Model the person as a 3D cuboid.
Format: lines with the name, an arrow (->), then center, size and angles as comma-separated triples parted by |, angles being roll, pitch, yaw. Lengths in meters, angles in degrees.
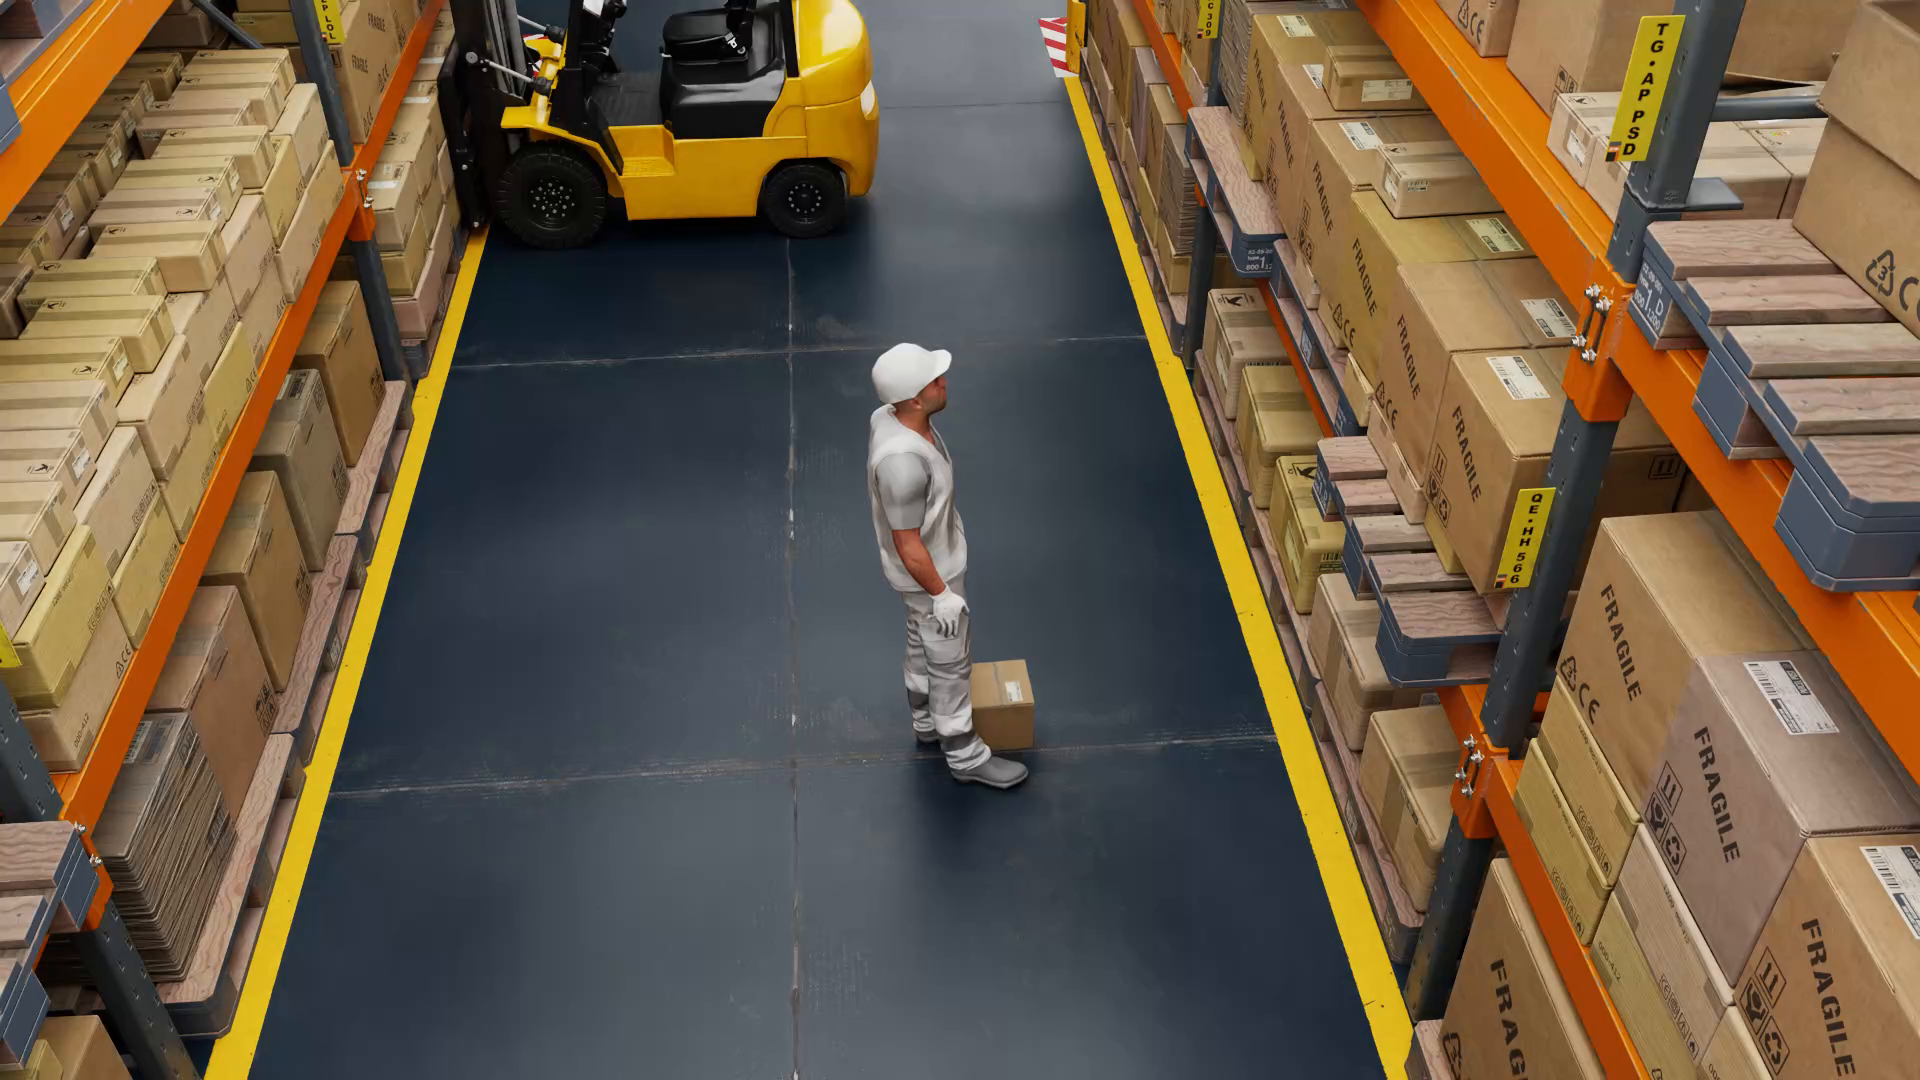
person -> -0.040, 0.079, 6.022 | 0.564, 1.788, 0.627 | -3, 39, -4
